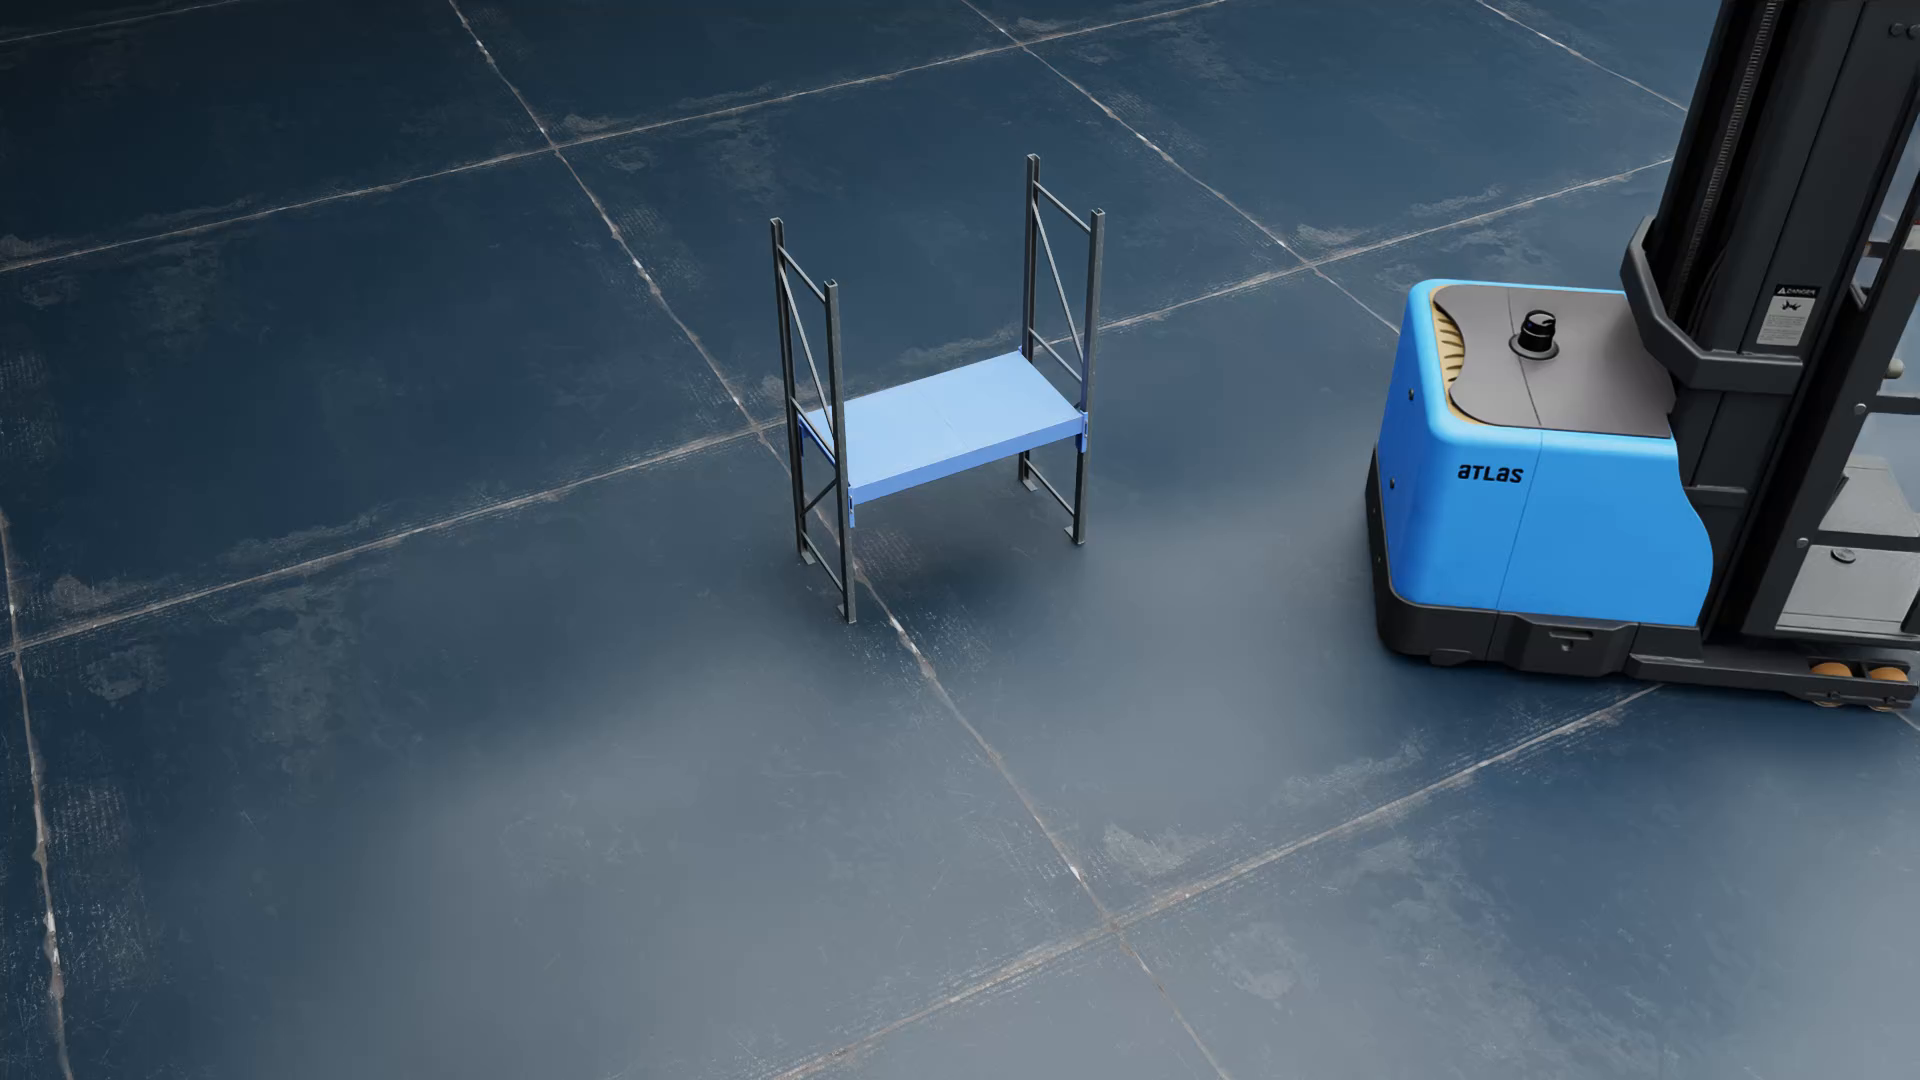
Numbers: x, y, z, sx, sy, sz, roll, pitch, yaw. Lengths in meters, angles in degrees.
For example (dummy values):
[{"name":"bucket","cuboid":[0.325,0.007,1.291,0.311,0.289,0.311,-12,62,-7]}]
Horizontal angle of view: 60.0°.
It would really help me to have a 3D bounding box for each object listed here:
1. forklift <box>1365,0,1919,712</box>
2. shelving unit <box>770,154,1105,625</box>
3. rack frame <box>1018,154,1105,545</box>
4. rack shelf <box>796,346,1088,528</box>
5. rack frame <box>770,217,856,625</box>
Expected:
[{"name":"forklift","cuboid":[3.122,-0.864,5.502,3.031,2.935,1.130,5,40,5]},{"name":"shelving unit","cuboid":[-0.076,-0.547,6.235,1.048,1.500,0.538,-19,44,-21]},{"name":"rack frame","cuboid":[0.375,-0.699,6.415,0.032,1.500,0.500,-19,44,-21]},{"name":"rack shelf","cuboid":[-0.076,-0.410,6.352,1.000,0.185,0.538,-19,44,-21]},{"name":"rack frame","cuboid":[-0.527,-0.395,6.056,0.032,1.500,0.500,-19,44,-21]}]
